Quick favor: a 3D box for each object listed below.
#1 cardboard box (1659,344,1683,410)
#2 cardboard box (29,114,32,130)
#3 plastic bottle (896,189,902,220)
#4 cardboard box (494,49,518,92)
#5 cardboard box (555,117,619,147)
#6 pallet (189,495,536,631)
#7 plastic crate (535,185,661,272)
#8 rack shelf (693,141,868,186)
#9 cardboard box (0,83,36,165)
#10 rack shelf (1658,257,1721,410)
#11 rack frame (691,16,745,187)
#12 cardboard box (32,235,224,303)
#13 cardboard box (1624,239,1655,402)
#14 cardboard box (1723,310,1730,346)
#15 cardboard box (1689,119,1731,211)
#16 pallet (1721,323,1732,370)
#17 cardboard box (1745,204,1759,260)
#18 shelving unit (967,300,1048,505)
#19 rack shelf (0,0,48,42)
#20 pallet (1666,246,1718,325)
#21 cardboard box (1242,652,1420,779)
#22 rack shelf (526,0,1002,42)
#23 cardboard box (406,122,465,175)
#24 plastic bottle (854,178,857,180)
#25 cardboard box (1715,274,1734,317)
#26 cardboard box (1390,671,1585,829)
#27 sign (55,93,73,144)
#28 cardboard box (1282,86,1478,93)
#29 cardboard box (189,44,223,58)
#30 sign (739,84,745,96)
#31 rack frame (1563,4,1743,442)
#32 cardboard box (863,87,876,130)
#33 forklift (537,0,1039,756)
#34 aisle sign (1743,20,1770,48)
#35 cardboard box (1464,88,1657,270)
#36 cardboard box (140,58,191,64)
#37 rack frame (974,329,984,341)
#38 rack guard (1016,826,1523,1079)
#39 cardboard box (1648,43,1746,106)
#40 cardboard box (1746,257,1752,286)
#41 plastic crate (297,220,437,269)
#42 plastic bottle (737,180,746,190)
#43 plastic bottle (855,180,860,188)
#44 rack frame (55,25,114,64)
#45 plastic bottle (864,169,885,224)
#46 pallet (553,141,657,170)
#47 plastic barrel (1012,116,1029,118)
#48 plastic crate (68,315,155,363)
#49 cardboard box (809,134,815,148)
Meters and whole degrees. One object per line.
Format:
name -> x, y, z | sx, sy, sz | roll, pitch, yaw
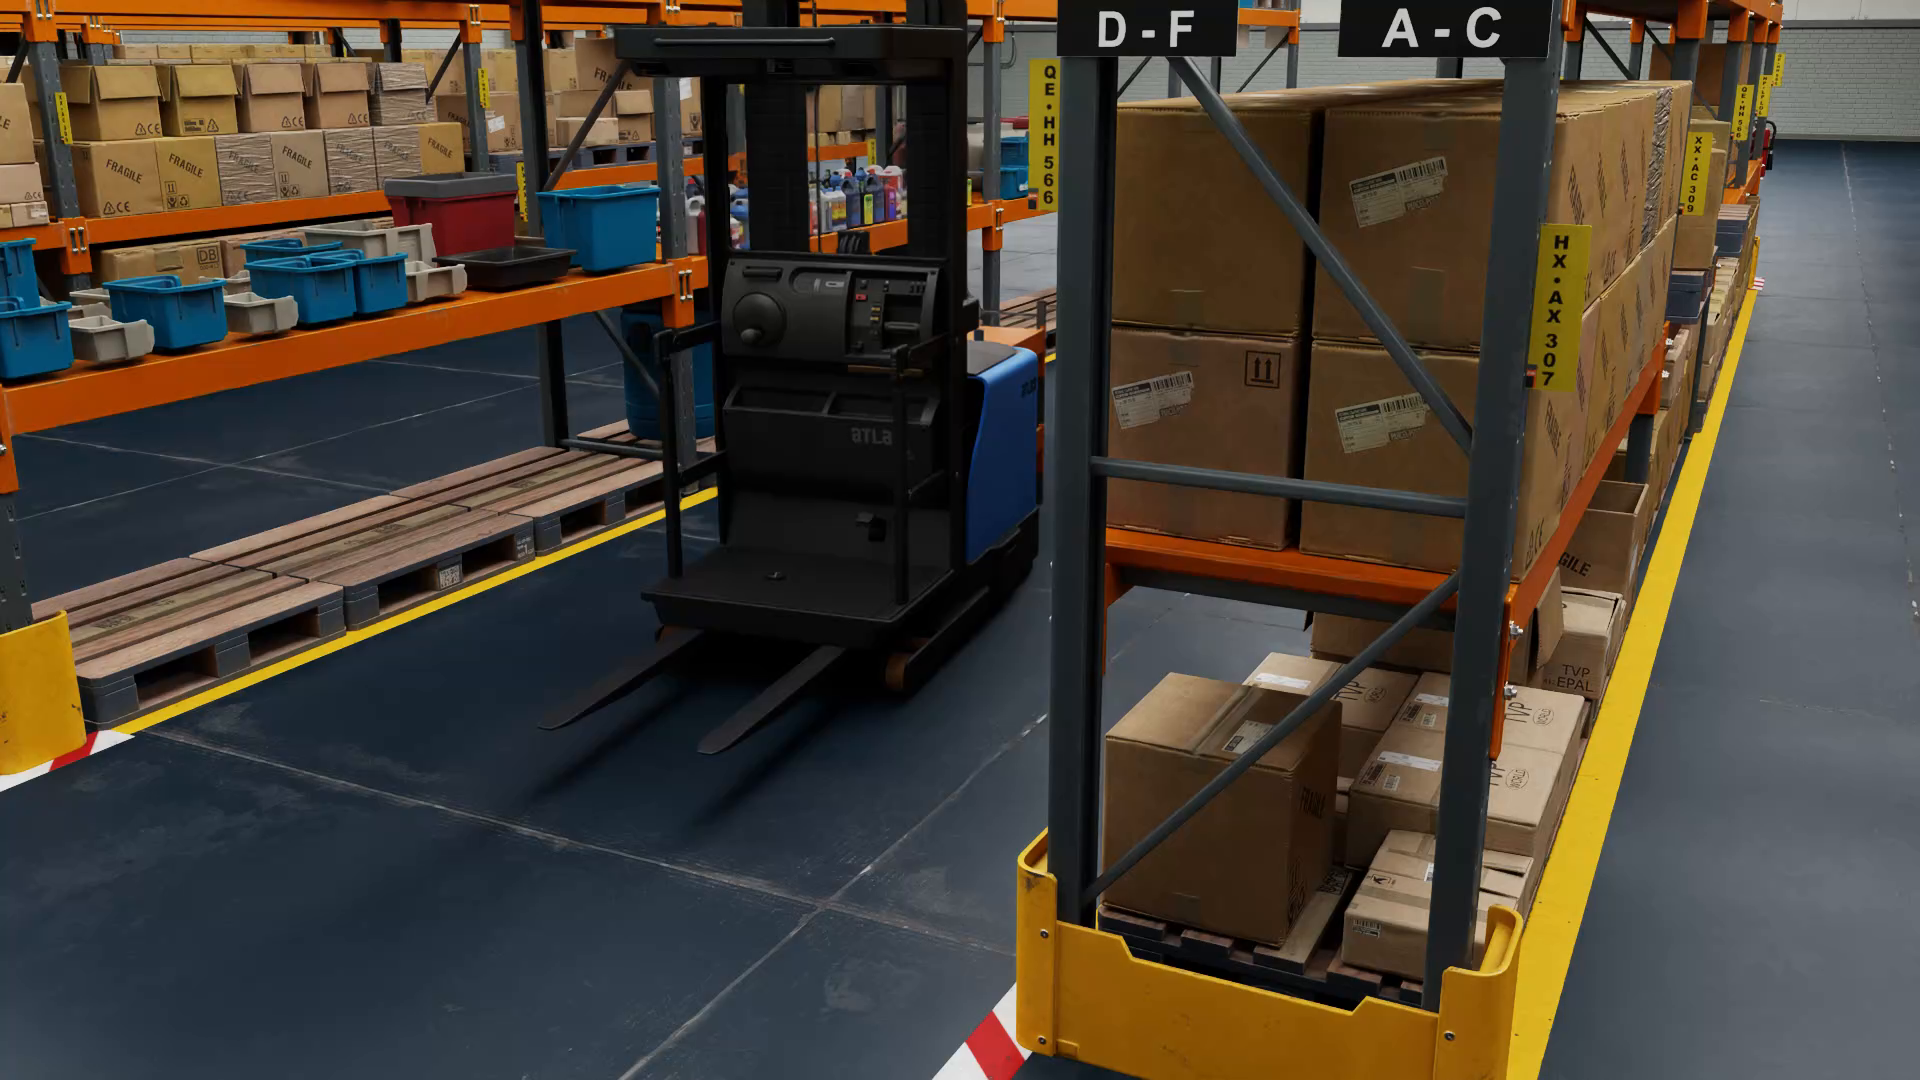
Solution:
cardboard box -> 3.354, -0.847, 8.408 | 0.500, 0.250, 0.500 | 8, 18, 25
cardboard box -> -9.039, -3.969, 15.800 | 0.380, 0.149, 0.250 | 9, 19, 27
plastic bottle -> -0.444, -2.266, 11.234 | 0.097, 0.201, 0.097 | 0, 17, 0
cardboard box -> -6.274, -6.174, 21.882 | 0.875, 0.550, 0.500 | 8, 18, 25
cardboard box -> -3.646, -3.935, 16.030 | 0.500, 0.250, 0.500 | 8, 18, 24
pallet -> -2.794, 0.082, 7.878 | 1.003, 0.211, 1.213 | 8, 18, 25
plastic crate -> -1.860, -1.618, 8.625 | 0.392, 0.384, 0.575 | 8, 18, 25
rack shelf -> -1.919, -4.591, 19.978 | 1.077, 0.370, 4.000 | 8, 18, 25
cardboard box -> -6.354, -2.668, 10.663 | 0.500, 0.500, 0.500 | 9, 19, 27
rack shelf -> 3.367, -1.292, 8.871 | 1.077, 0.370, 4.000 | 8, 18, 25
rack frame -> -2.813, -4.427, 18.160 | 1.000, 3.000, 0.127 | 8, 18, 25
cardboard box -> -6.119, -1.737, 12.100 | 1.225, 0.875, 0.875 | 8, 18, 26
cardboard box -> 2.023, -0.753, 5.616 | 0.500, 0.500, 0.500 | 9, 19, 27
cardboard box -> 5.666, -1.647, 12.894 | 0.500, 0.250, 0.500 | 9, 19, 27
cardboard box -> 4.080, -2.221, 9.821 | 0.700, 0.500, 0.500 | 2, 17, 7
pallet -> 5.754, -1.636, 13.662 | 1.003, 0.211, 1.213 | 8, 18, 25
cardboard box -> 7.428, -2.996, 16.118 | 0.500, 0.500, 0.500 | 8, 18, 25
shelving unit -> 0.048, -0.626, 8.657 | 0.538, 1.125, 1.048 | 6, 18, 19
rack shelf -> -7.281, -2.973, 9.260 | 1.077, 0.370, 4.000 | 8, 18, 25
pallet -> 2.928, -1.225, 7.719 | 1.003, 0.211, 1.213 | 8, 18, 25
cardboard box -> 1.160, 0.590, 5.325 | 0.500, 0.250, 0.500 | 8, 18, 25
rack shelf -> -1.063, -3.361, 10.569 | 1.077, 0.370, 4.000 | 8, 18, 25
cardboard box -> -4.599, -3.299, 14.186 | 0.500, 0.500, 0.500 | 9, 19, 27
plastic bottle -> -0.772, -2.563, 12.233 | 0.097, 0.201, 0.097 | 0, 17, 0
cardboard box -> 5.671, -1.918, 12.820 | 0.500, 0.311, 0.500 | 8, 18, 25
cardboard box -> 1.629, 0.641, 5.154 | 0.500, 0.250, 0.500 | 8, 18, 25
sign -> -5.890, -2.772, 10.929 | 0.100, 0.325, 0.005 | 8, 18, 25
cardboard box -> 1.321, -1.177, 5.286 | 0.500, 0.500, 0.500 | 9, 19, 27
cardboard box -> -10.791, -6.694, 23.338 | 0.700, 0.500, 0.500 | 8, 18, 24
sign -> -2.315, -4.912, 17.761 | 0.100, 0.325, 0.005 | 8, 18, 25
rack frame -> 4.260, -2.147, 10.483 | 1.000, 3.000, 0.127 | 8, 18, 25
cardboard box -> -1.412, -5.357, 20.594 | 0.875, 0.500, 0.500 | 8, 18, 25
forklift -> -0.600, -0.933, 6.518 | 1.130, 2.935, 3.031 | 6, 18, 19
aisle sign -> 8.127, -5.410, 16.905 | 0.394, 0.787, 0.004 | 8, 18, 25
cardboard box -> 1.801, -1.106, 5.048 | 0.500, 0.500, 0.500 | 8, 18, 25
cardboard box -> -8.558, -4.834, 17.600 | 0.700, 0.500, 0.500 | 8, 18, 25
rack frame -> -0.125, -0.490, 8.199 | 0.500, 1.125, 0.032 | 6, 18, 19
rack guard -> 0.720, 1.070, 4.044 | 1.175, 0.500, 0.348 | 8, 18, 25
cardboard box -> 6.240, -3.949, 14.098 | 0.700, 0.500, 0.500 | 8, 18, 26
cardboard box -> 7.425, -2.637, 16.226 | 0.500, 0.250, 0.500 | 8, 18, 25
plastic crate -> -2.804, -1.365, 7.956 | 0.437, 0.282, 0.530 | 8, 18, 25
plastic bottle -> -1.455, -2.224, 10.949 | 0.061, 0.283, 0.133 | 8, 18, 25
plastic bottle -> -0.739, -2.484, 11.970 | 0.097, 0.201, 0.097 | 0, 17, 0
rack frame -> -11.678, -5.688, 22.405 | 1.000, 3.000, 0.127 | 8, 18, 25
plastic bottle -> -0.587, -2.270, 10.987 | 0.144, 0.351, 0.185 | 8, 18, 25
pallet -> -3.752, -3.825, 16.472 | 1.003, 0.211, 1.213 | 8, 18, 25
plastic barrel -> 0.667, -3.459, 14.664 | 0.433, 0.535, 0.433 | 0, 17, 0
plastic crate -> -3.122, -0.735, 6.087 | 0.250, 0.136, 0.298 | 8, 18, 25
cardboard box -> -1.911, -4.644, 19.334 | 0.380, 0.149, 0.250 | 8, 18, 25
